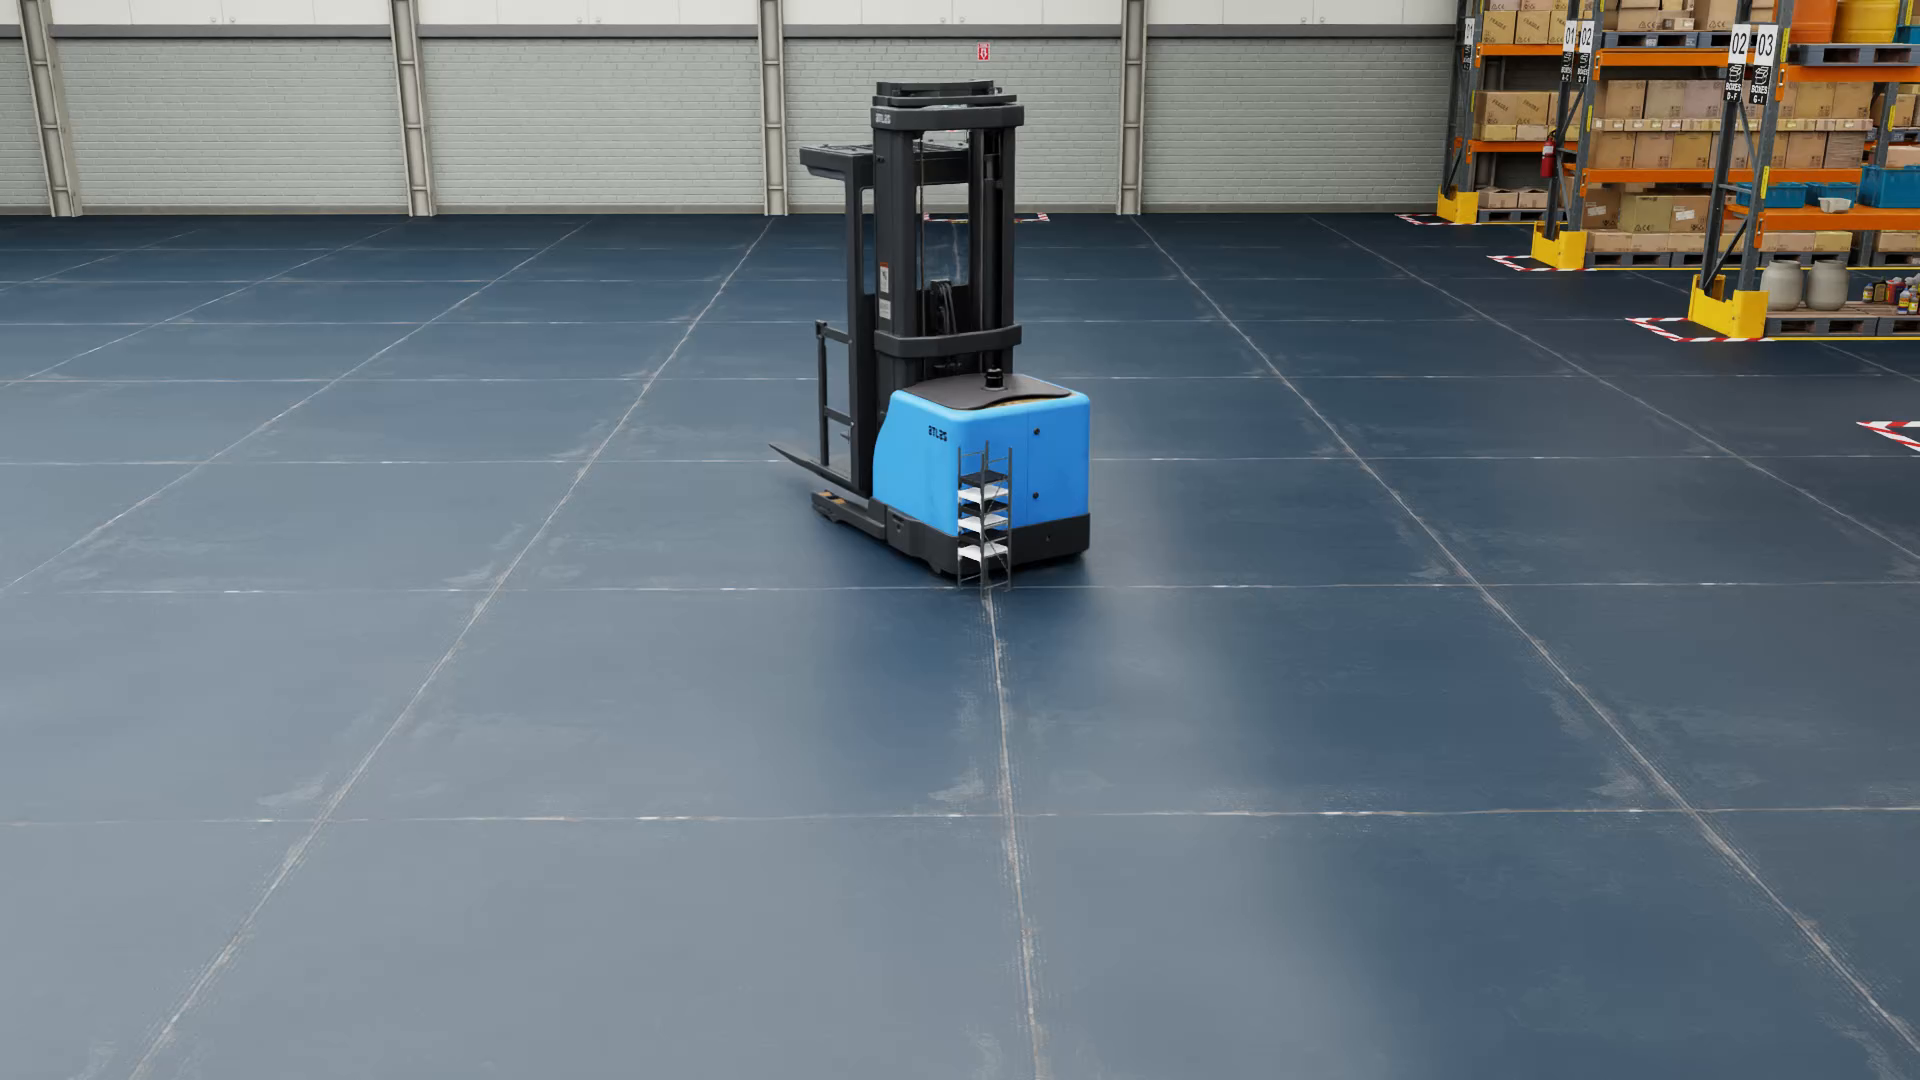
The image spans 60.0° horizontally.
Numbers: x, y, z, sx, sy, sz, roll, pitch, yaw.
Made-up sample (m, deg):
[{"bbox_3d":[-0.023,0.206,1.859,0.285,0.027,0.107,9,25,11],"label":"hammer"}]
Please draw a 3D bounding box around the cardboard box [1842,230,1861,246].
[{"bbox_3d":[12.681,-4.261,23.235,0.500,0.250,0.500,0,18,-1],"label":"cardboard box"}]

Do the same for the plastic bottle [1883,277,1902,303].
[{"bbox_3d":[10.428,-2.796,18.592,0.135,0.276,0.152,0,18,0],"label":"plastic bottle"}]

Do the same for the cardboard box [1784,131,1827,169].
[{"bbox_3d":[11.300,-5.319,22.554,0.500,0.500,0.700,0,18,-1],"label":"cardboard box"}]

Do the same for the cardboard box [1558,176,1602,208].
[{"bbox_3d":[10.187,-5.760,27.464,0.500,0.500,0.700,-1,18,-4],"label":"cardboard box"}]

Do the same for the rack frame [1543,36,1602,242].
[{"bbox_3d":[8.272,-5.261,22.536,0.127,3.000,1.000,0,18,-1],"label":"rack frame"}]

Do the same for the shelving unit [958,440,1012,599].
[{"bbox_3d":[0.148,-0.121,9.952,0.258,0.900,0.210,-15,23,-39],"label":"shelving unit"}]

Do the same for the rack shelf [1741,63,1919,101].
[{"bbox_3d":[10.346,-4.843,17.502,4.000,0.370,1.077,0,18,-1],"label":"rack shelf"}]

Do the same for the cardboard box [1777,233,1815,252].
[{"bbox_3d":[11.311,-4.102,22.739,0.500,0.250,0.500,0,18,-1],"label":"cardboard box"}]

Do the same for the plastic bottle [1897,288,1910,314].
[{"bbox_3d":[10.164,-2.572,17.900,0.097,0.271,0.097,0,18,0],"label":"plastic bottle"}]

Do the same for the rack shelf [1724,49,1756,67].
[{"bbox_3d":[14.189,-7.888,26.995,4.000,0.370,1.077,0,18,-1],"label":"rack shelf"}]

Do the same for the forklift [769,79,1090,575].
[{"bbox_3d":[-0.373,-1.580,11.175,1.130,2.935,3.031,-11,21,-30],"label":"forklift"}]

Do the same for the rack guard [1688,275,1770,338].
[{"bbox_3d":[8.421,-2.572,18.248,0.348,0.500,1.175,0,18,-1],"label":"rack guard"}]

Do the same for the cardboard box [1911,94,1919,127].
[{"bbox_3d":[15.719,-7.064,27.274,0.500,0.500,0.700,-2,18,-7],"label":"cardboard box"}]

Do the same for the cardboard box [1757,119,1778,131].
[{"bbox_3d":[10.733,-5.564,22.256,0.250,0.149,0.380,0,18,1],"label":"cardboard box"}]

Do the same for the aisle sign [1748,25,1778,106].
[{"bbox_3d":[8.279,-4.896,17.143,0.004,0.787,0.394,0,18,-1],"label":"aisle sign"}]

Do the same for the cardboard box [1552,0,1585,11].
[{"bbox_3d":[9.593,-8.656,26.376,0.500,0.500,0.500,0,18,1],"label":"cardboard box"}]

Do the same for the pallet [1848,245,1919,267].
[{"bbox_3d":[13.007,-3.968,23.071,1.213,0.211,1.003,0,18,-1],"label":"pallet"}]

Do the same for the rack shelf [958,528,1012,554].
[{"bbox_3d":[0.148,-0.004,9.990,0.258,0.077,0.200,-15,23,-39],"label":"rack shelf"}]

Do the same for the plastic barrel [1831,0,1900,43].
[{"bbox_3d":[9.484,-5.510,17.407,0.600,0.588,0.600,0,18,0],"label":"plastic barrel"}]

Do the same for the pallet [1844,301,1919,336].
[{"bbox_3d":[10.451,-2.442,18.315,1.213,0.211,1.003,0,18,-1],"label":"pallet"}]

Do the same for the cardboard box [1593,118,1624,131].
[{"bbox_3d":[8.667,-5.553,22.223,0.250,0.149,0.380,0,18,-1],"label":"cardboard box"}]

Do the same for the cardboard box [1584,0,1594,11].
[{"bbox_3d":[10.158,-8.819,26.884,0.500,0.500,0.500,0,18,-1],"label":"cardboard box"}]

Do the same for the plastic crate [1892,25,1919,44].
[{"bbox_3d":[10.248,-5.270,17.680,0.575,0.384,0.392,0,18,-1],"label":"plastic crate"}]

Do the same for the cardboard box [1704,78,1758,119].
[{"bbox_3d":[10.322,-5.934,22.348,0.500,0.500,0.700,0,18,-1],"label":"cardboard box"}]

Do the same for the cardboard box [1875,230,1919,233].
[{"bbox_3d":[12.688,-4.364,22.636,0.500,0.311,0.500,0,18,-1],"label":"cardboard box"}]

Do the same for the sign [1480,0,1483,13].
[{"bbox_3d":[8.198,-8.452,26.144,0.005,0.325,0.100,0,18,-1],"label":"sign"}]

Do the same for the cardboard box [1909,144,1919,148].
[{"bbox_3d":[13.147,-5.276,22.805,0.258,0.266,0.396,-1,18,-2],"label":"cardboard box"}]

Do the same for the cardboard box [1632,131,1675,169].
[{"bbox_3d":[9.264,-5.311,22.528,0.500,0.500,0.700,0,18,1],"label":"cardboard box"}]

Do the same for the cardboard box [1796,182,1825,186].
[{"bbox_3d":[13.952,-5.829,27.679,0.500,0.500,0.700,0,18,0],"label":"cardboard box"}]

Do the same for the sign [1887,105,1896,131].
[{"bbox_3d":[12.282,-5.560,21.924,0.005,0.325,0.100,0,18,-1],"label":"sign"}]

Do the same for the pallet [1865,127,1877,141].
[{"bbox_3d":[14.210,-6.699,27.333,1.213,0.211,1.003,0,18,-1],"label":"pallet"}]

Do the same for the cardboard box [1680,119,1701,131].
[{"bbox_3d":[9.700,-5.559,22.240,0.250,0.149,0.380,-1,18,-3],"label":"cardboard box"}]

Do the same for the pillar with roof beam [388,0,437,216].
[{"bbox_3d":[-9.054,-8.496,22.801,0.400,9.000,9.100,0,18,-1],"label":"pillar with roof beam"}]

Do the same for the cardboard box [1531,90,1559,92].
[{"bbox_3d":[9.678,-7.139,27.377,0.500,0.500,0.500,-1,18,-2],"label":"cardboard box"}]

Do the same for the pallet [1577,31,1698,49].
[{"bbox_3d":[8.979,-6.642,22.078,1.213,0.211,1.003,0,18,-1],"label":"pallet"}]

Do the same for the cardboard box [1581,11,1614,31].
[{"bbox_3d":[10.120,-8.189,26.557,0.500,0.500,0.500,1,18,3],"label":"cardboard box"}]

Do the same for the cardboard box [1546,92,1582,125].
[{"bbox_3d":[9.683,-6.979,26.879,0.500,0.500,0.500,-1,18,-3],"label":"cardboard box"}]

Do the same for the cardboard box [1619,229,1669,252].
[{"bbox_3d":[9.311,-4.090,22.700,0.500,0.250,0.500,0,18,-1],"label":"cardboard box"}]

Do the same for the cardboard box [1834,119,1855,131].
[{"bbox_3d":[11.755,-5.569,22.272,0.250,0.149,0.380,-1,18,-2],"label":"cardboard box"}]

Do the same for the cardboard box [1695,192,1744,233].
[{"bbox_3d":[10.311,-4.450,22.594,0.500,0.500,0.500,0,18,-1],"label":"cardboard box"}]

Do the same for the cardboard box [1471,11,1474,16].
[{"bbox_3d":[8.603,-8.338,27.024,0.500,0.500,0.500,1,18,3],"label":"cardboard box"}]

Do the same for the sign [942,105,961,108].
[{"bbox_3d":[-0.145,-7.308,27.991,0.331,0.109,0.001,0,18,-1],"label":"sign"}]

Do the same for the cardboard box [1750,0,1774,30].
[{"bbox_3d":[10.623,-7.055,22.132,0.637,0.503,0.797,2,18,5],"label":"cardboard box"}]

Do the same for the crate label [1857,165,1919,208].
[{"bbox_3d":[10.182,-3.856,18.100,0.616,0.435,0.502,0,18,-1],"label":"crate label"}]

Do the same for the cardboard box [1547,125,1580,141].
[{"bbox_3d":[9.711,-6.625,27.001,0.500,0.250,0.500,-1,18,-2],"label":"cardboard box"}]

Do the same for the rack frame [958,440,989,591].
[{"bbox_3d":[0.081,-0.144,10.025,0.240,0.900,0.006,-15,23,-39],"label":"rack frame"}]

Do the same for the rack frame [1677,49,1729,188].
[{"bbox_3d":[12.189,-6.793,27.313,0.127,3.000,1.000,0,18,-1],"label":"rack frame"}]

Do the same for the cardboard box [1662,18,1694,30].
[{"bbox_3d":[9.451,-6.788,21.881,0.250,0.149,0.380,0,18,-1],"label":"cardboard box"}]

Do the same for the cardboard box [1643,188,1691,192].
[{"bbox_3d":[9.803,-4.611,23.098,0.500,0.500,0.500,0,18,-1],"label":"cardboard box"}]

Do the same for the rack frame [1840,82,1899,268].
[{"bbox_3d":[12.271,-5.280,22.597,0.127,3.000,1.000,0,18,-1],"label":"rack frame"}]
